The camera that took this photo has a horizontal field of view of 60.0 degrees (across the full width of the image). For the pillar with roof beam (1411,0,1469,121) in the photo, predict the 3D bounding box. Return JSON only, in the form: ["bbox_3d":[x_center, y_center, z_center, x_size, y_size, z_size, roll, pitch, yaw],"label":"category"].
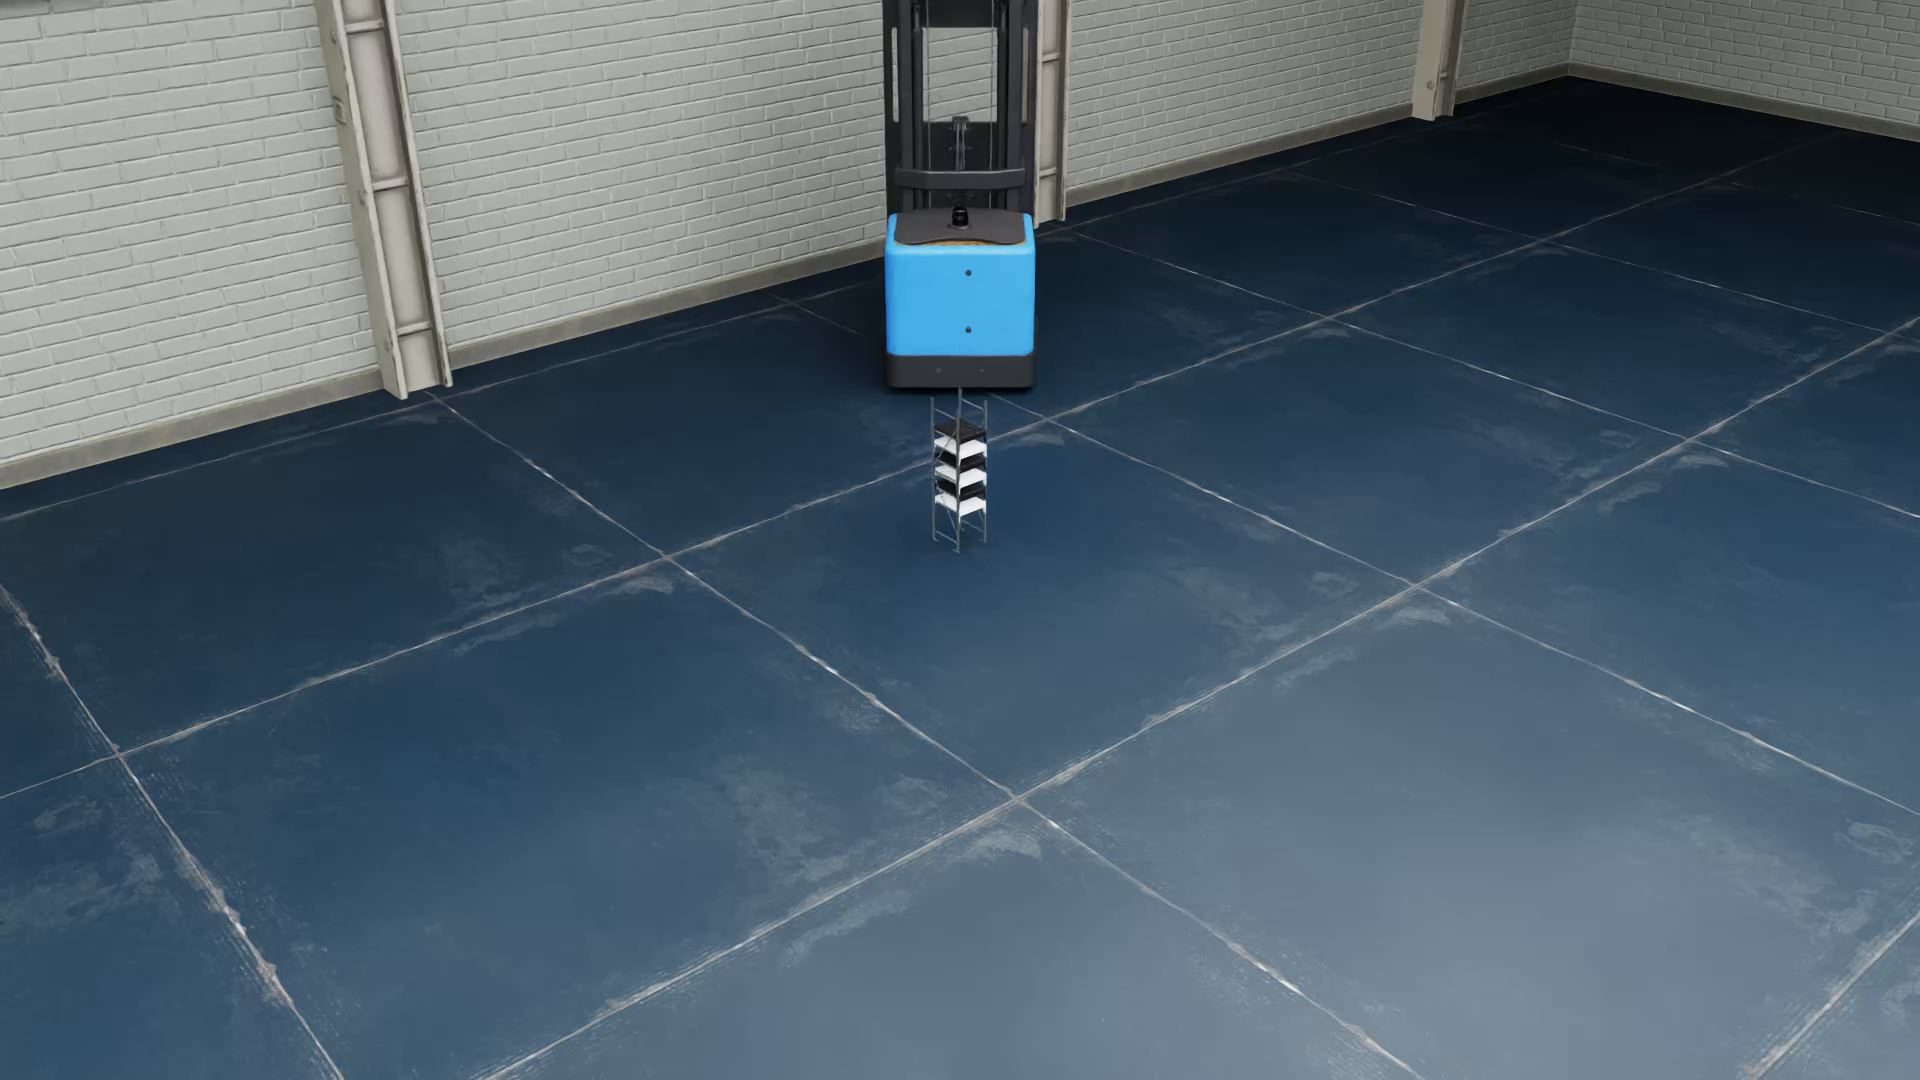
[{"bbox_3d":[8.080,-7.187,13.651,0.400,9.000,9.100,-22,35,-35],"label":"pillar with roof beam"}]

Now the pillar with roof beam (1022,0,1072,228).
[{"bbox_3d":[3.515,-5.352,10.217,0.400,9.000,9.100,-22,35,-35],"label":"pillar with roof beam"}]

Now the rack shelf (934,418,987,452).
[{"bbox_3d":[-0.006,-0.603,9.422,0.200,0.077,0.258,-22,35,-35],"label":"rack shelf"}]

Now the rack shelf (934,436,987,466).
[{"bbox_3d":[-0.006,-0.524,9.464,0.200,0.077,0.258,-22,35,-35],"label":"rack shelf"}]

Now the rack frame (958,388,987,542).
[{"bbox_3d":[0.071,-0.426,9.591,0.006,0.900,0.240,-22,35,-35],"label":"rack frame"}]

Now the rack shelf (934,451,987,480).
[{"bbox_3d":[-0.006,-0.444,9.507,0.200,0.077,0.258,-22,35,-35],"label":"rack shelf"}]

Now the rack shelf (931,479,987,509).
[{"bbox_3d":[-0.006,-0.286,9.591,0.200,0.077,0.258,-22,35,-35],"label":"rack shelf"}]

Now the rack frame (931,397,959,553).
[{"bbox_3d":[-0.084,-0.363,9.475,0.006,0.900,0.240,-22,35,-35],"label":"rack frame"}]

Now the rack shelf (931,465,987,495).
[{"bbox_3d":[-0.006,-0.365,9.549,0.200,0.077,0.258,-22,35,-35],"label":"rack shelf"}]

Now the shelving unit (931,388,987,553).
[{"bbox_3d":[-0.006,-0.394,9.533,0.210,0.900,0.258,-22,35,-35],"label":"shelving unit"}]

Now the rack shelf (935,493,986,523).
[{"bbox_3d":[-0.006,-0.206,9.634,0.200,0.077,0.258,-22,35,-35],"label":"rack shelf"}]

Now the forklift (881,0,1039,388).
[{"bbox_3d":[0.001,-3.004,12.261,1.130,2.935,3.031,0,28,0],"label":"forklift"}]

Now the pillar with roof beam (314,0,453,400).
[{"bbox_3d":[-1.049,-3.516,6.782,0.400,9.000,9.100,-22,35,-35],"label":"pillar with roof beam"}]
